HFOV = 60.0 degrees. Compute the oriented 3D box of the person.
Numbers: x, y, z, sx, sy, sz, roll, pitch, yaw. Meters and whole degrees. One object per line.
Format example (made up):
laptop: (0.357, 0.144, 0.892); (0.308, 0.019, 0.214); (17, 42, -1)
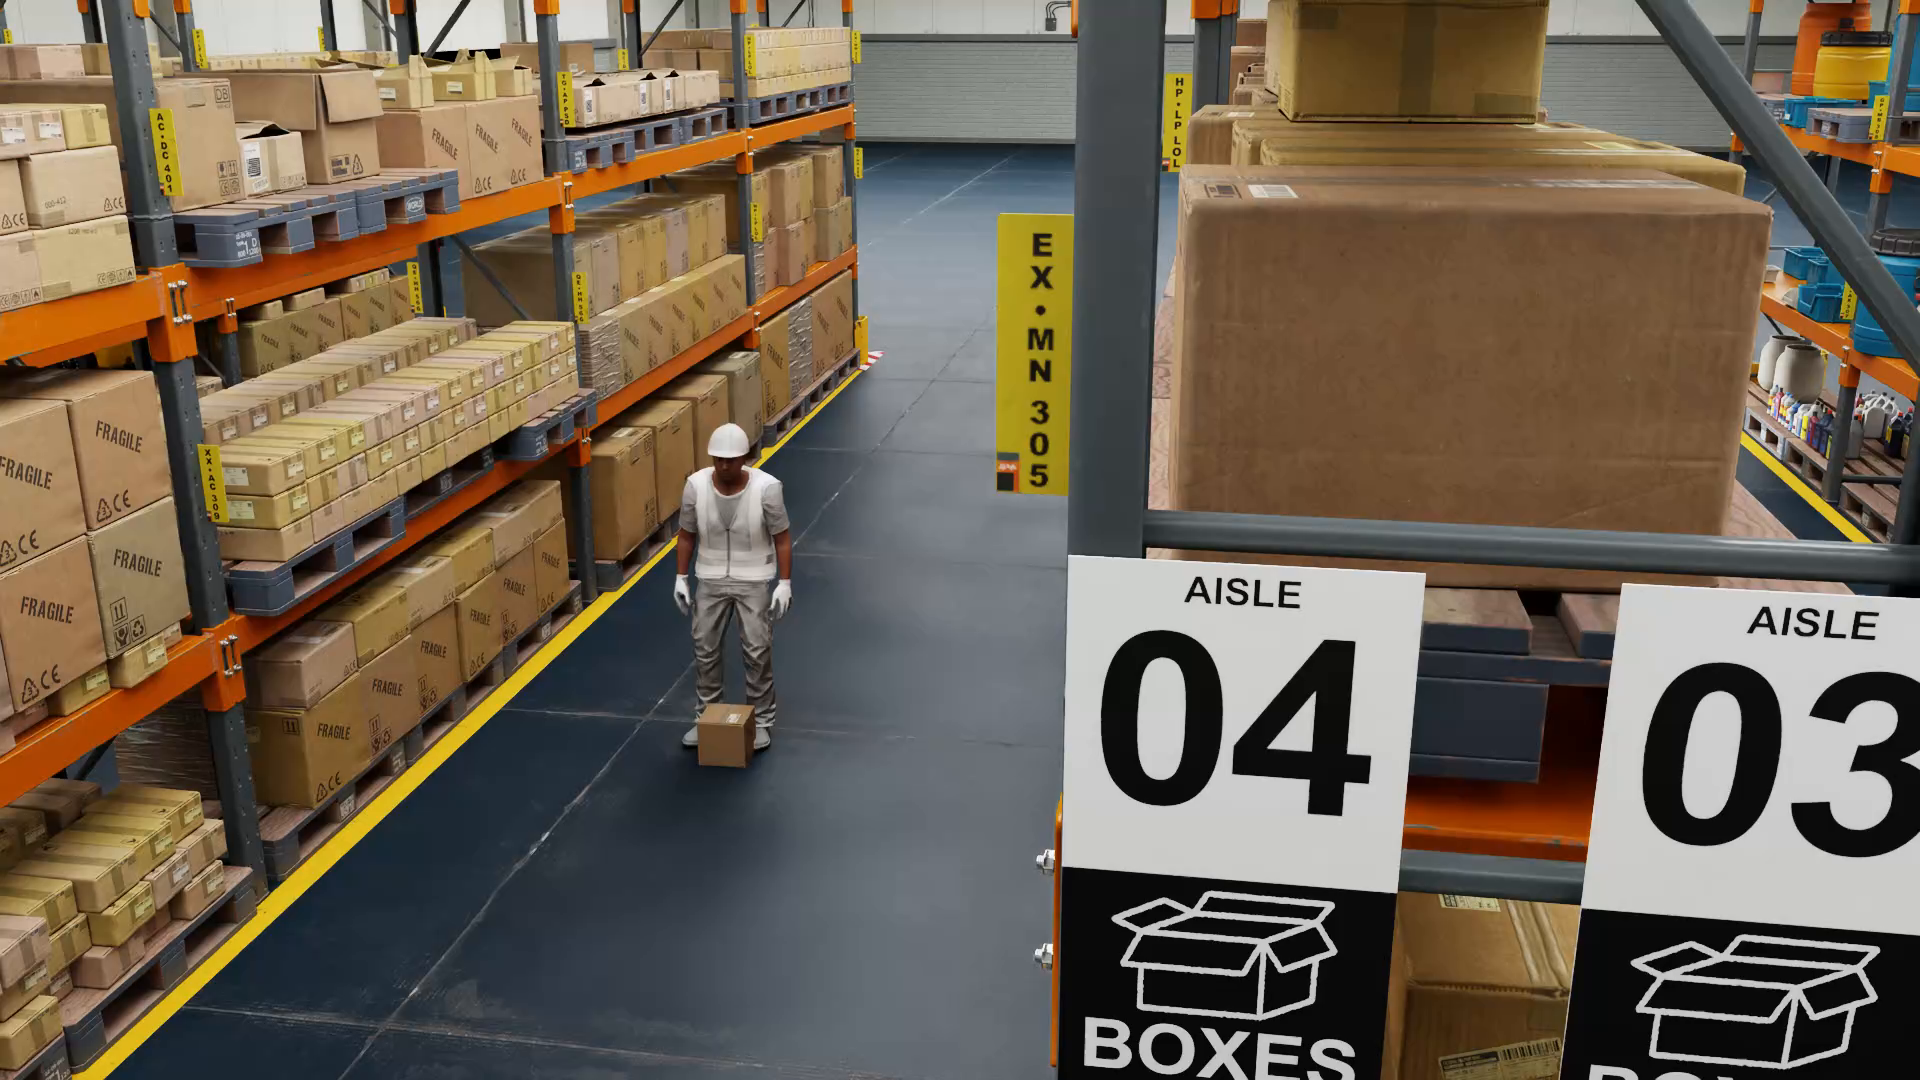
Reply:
person: (-1.194, 0.239, 8.782); (0.631, 1.776, 0.443); (2, 18, 6)
